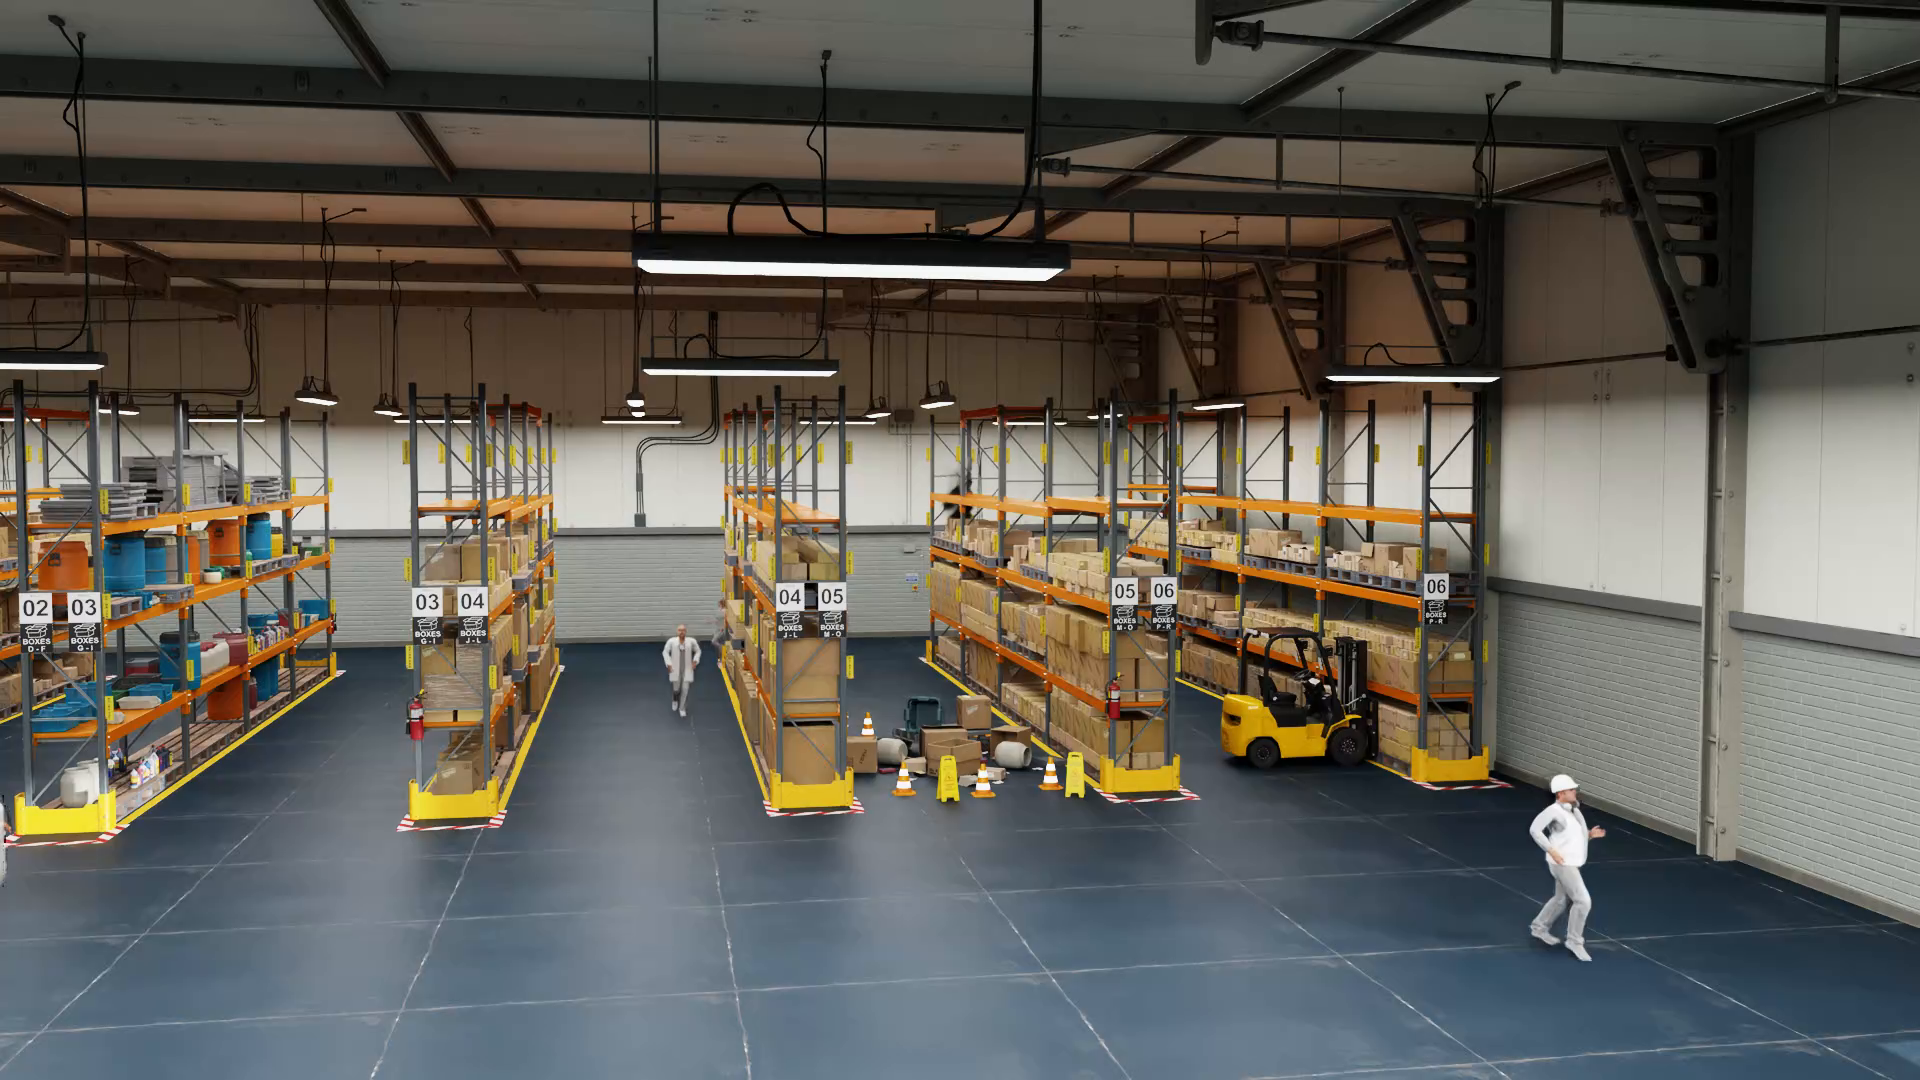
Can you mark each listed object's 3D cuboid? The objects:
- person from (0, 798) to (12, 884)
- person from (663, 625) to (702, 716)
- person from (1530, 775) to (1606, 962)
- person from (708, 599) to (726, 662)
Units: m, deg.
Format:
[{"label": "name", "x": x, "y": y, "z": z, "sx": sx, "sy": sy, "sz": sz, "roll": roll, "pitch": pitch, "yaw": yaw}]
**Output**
[{"label": "person", "x": -10.644, "y": 3.278, "z": 18.126, "sx": 0.549, "sy": 1.623, "sz": 0.608, "roll": 1, "pitch": 3, "yaw": 12}, {"label": "person", "x": -5.360, "y": 2.507, "z": 32.135, "sx": 0.731, "sy": 1.750, "sz": 0.636, "roll": -1, "pitch": 3, "yaw": -13}, {"label": "person", "x": 6.081, "y": 3.271, "z": 16.683, "sx": 0.731, "sy": 1.831, "sz": 0.639, "roll": 2, "pitch": 4, "yaw": 38}, {"label": "person", "x": -5.822, "y": 2.188, "z": 40.328, "sx": 0.523, "sy": 1.537, "sz": 0.582, "roll": -1, "pitch": 3, "yaw": -22}]
